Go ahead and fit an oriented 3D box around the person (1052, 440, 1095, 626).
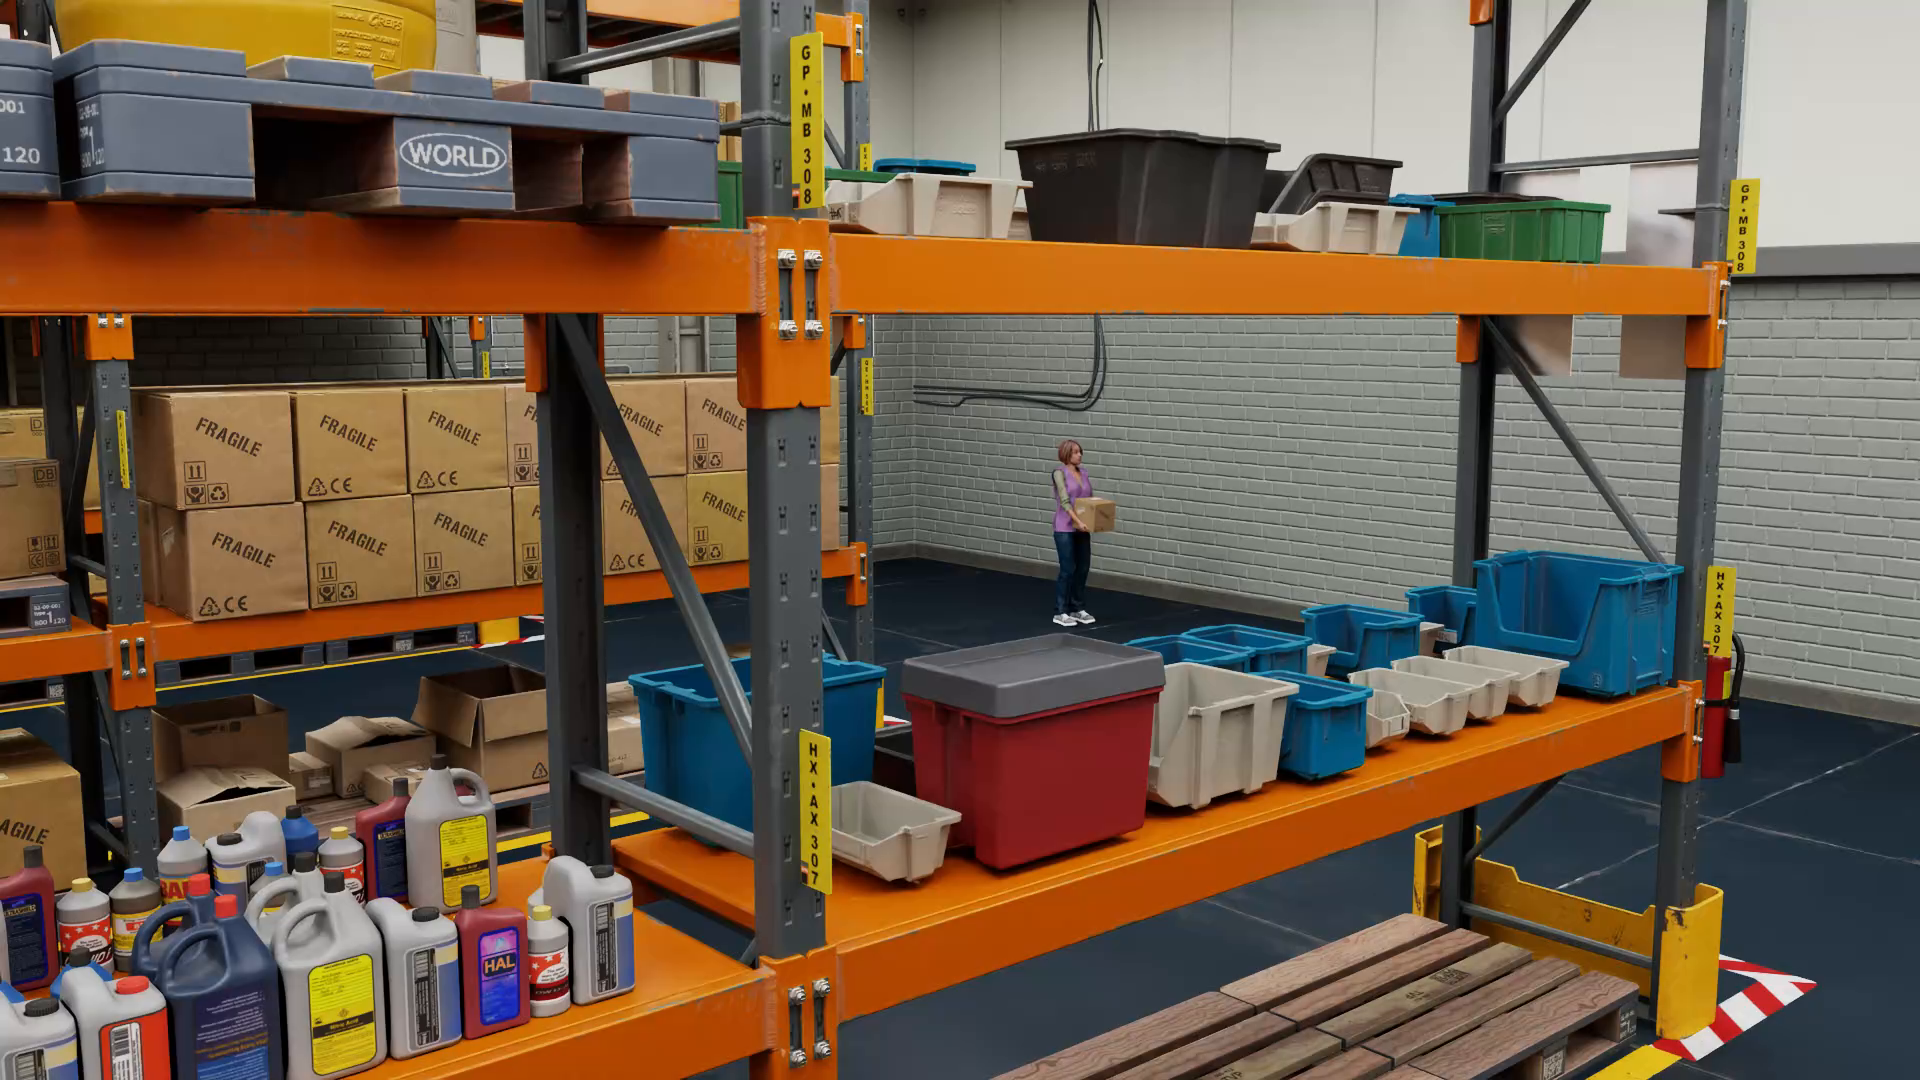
[{"bbox_3d":[1.028,-0.059,14.291,0.406,1.588,0.492,-7,10,-41],"label":"person"}]
